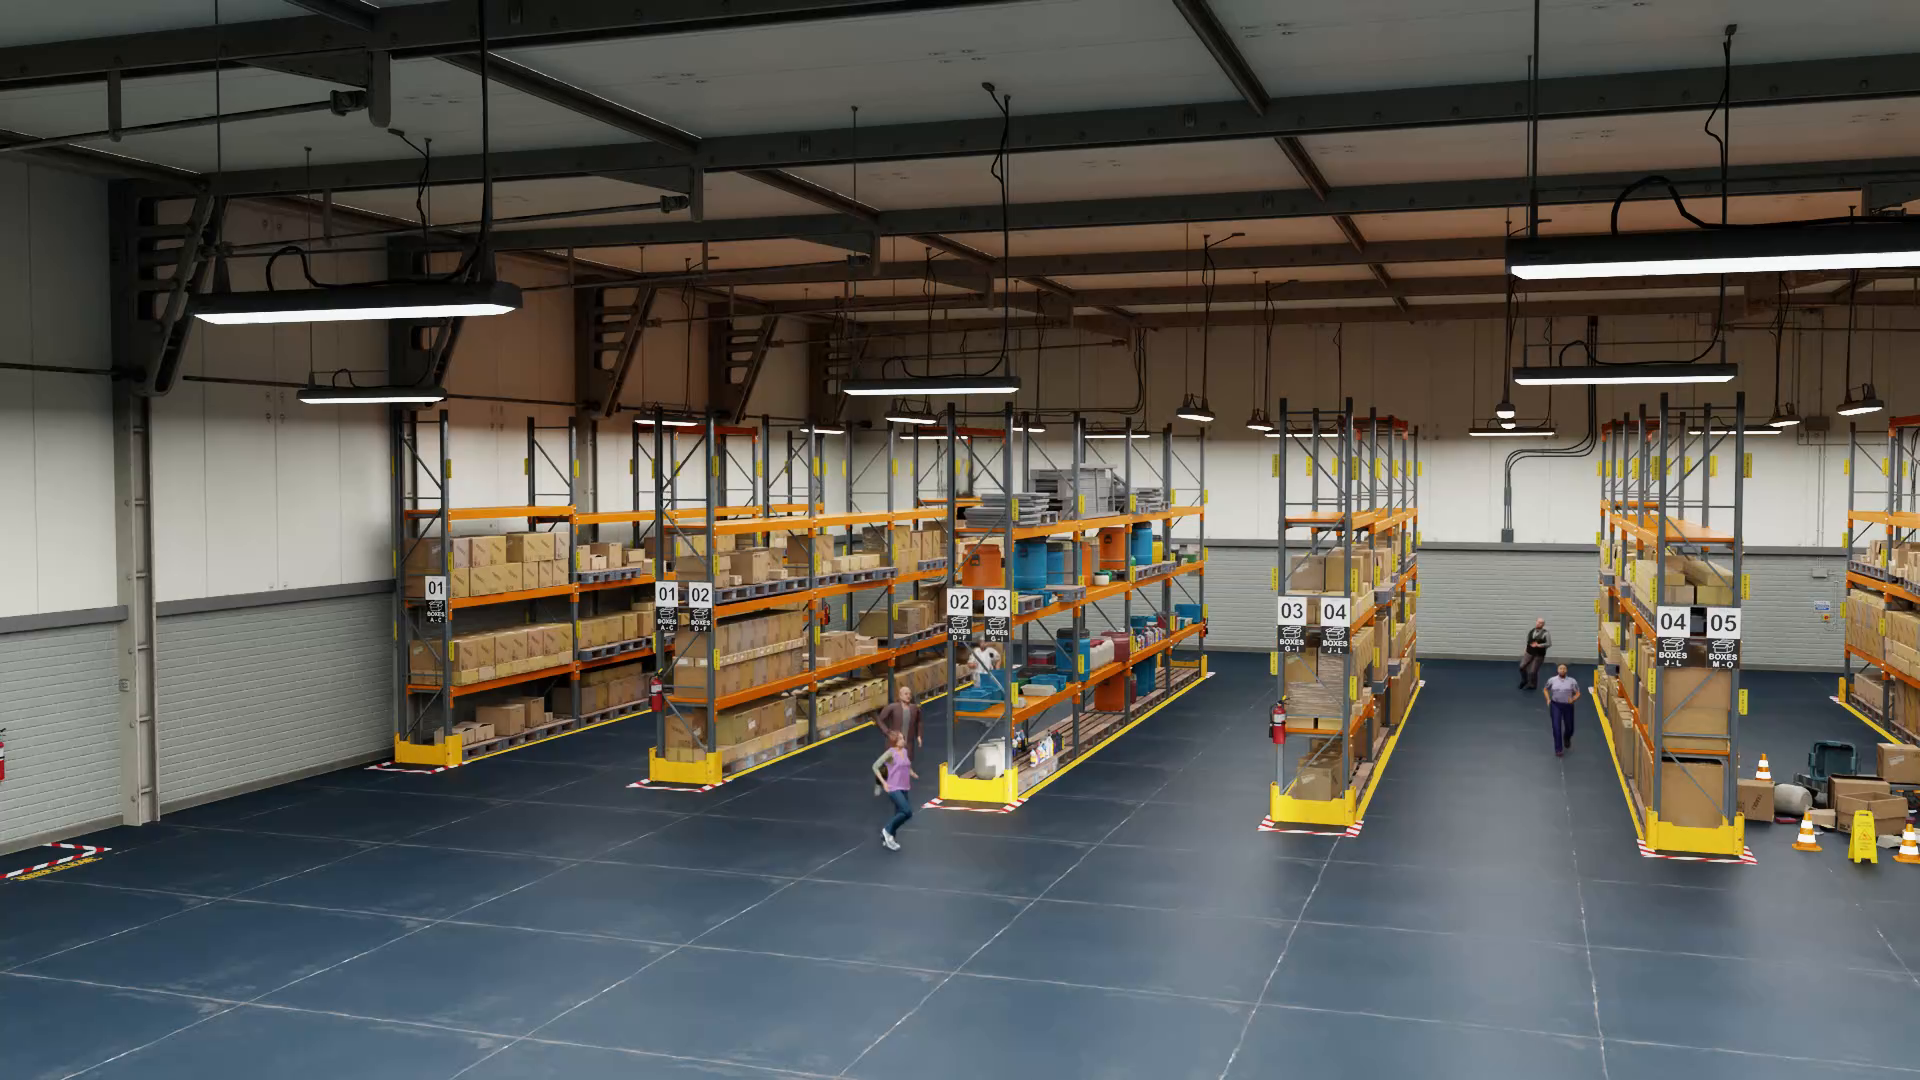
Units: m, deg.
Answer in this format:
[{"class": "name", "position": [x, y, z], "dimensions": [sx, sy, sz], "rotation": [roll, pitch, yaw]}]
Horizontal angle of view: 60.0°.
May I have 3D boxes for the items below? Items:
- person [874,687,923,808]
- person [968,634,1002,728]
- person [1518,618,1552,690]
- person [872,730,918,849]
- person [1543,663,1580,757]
[{"class": "person", "position": [-0.871, 3.061, 24.831], "dimensions": [0.767, 1.728, 0.983], "rotation": [-1, 3, -18]}, {"class": "person", "position": [0.464, 2.742, 32.313], "dimensions": [0.640, 1.831, 0.727], "rotation": [0, 2, 7]}, {"class": "person", "position": [12.905, 2.568, 37.301], "dimensions": [0.641, 1.644, 0.748], "rotation": [-2, 3, -41]}, {"class": "person", "position": [-0.797, 3.274, 21.727], "dimensions": [0.596, 1.562, 0.515], "rotation": [2, 3, 34]}, {"class": "person", "position": [10.518, 2.952, 29.085], "dimensions": [0.616, 1.604, 0.718], "rotation": [1, 3, 17]}]
